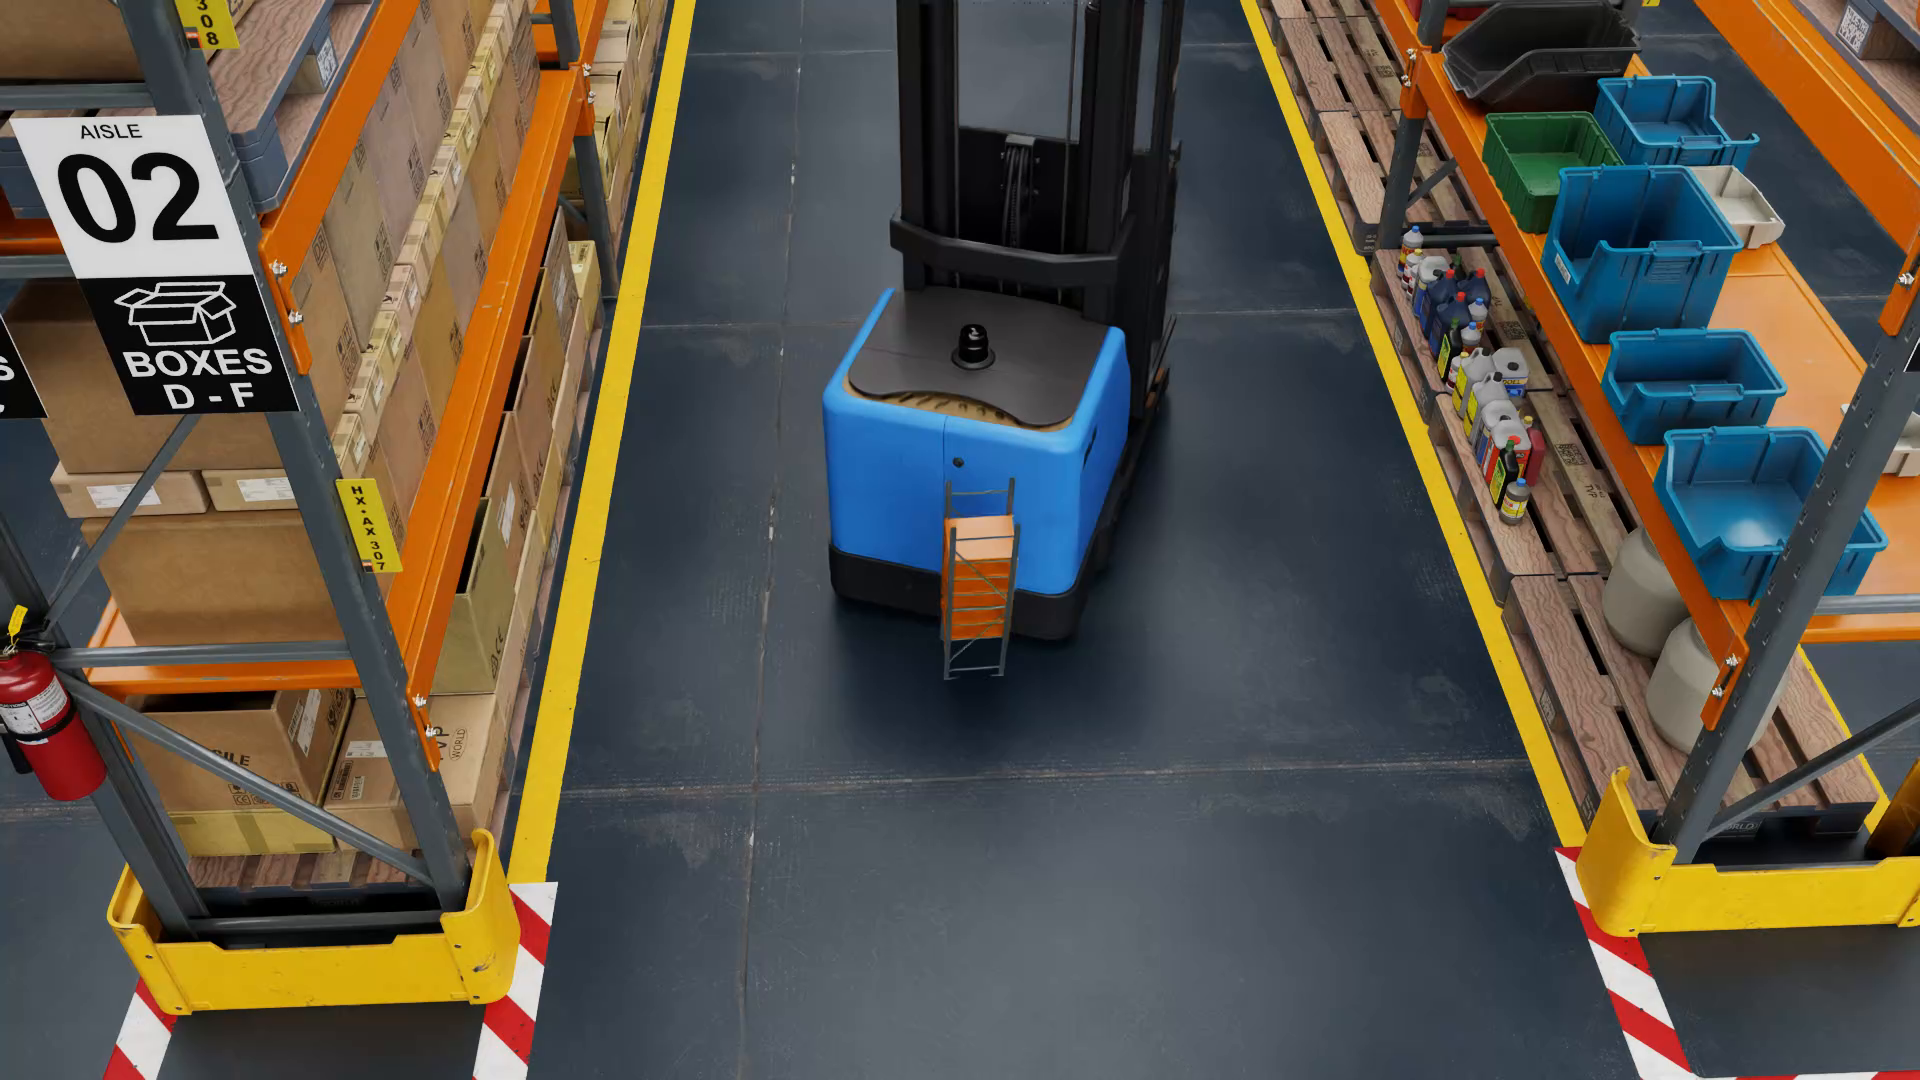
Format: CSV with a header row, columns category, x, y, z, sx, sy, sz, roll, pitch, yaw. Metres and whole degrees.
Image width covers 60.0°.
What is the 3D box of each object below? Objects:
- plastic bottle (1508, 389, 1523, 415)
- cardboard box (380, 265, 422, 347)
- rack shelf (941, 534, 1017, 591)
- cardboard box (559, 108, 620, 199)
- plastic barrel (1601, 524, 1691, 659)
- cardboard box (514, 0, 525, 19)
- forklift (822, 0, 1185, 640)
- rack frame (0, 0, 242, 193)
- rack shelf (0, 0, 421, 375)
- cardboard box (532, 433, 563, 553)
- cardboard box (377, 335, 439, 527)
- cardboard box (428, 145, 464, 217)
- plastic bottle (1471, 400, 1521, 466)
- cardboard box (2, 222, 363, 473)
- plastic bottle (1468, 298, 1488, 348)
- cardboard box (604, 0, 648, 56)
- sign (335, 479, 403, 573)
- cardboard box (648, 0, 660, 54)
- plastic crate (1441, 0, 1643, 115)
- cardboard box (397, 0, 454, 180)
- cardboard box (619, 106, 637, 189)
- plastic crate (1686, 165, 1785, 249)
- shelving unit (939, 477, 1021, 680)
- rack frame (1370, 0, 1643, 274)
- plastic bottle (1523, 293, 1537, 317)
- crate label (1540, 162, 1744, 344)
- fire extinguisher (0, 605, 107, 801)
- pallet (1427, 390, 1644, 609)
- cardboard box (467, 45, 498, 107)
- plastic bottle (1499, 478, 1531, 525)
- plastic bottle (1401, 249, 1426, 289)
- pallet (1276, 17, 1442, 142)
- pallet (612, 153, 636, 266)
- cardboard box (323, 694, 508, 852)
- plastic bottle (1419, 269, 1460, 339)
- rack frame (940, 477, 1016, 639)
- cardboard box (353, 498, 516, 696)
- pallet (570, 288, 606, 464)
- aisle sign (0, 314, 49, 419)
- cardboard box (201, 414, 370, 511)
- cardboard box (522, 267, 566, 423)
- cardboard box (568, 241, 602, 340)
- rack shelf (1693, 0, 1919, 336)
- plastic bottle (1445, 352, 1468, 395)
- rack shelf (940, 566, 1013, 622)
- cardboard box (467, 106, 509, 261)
category,x,y,z,sx,sy,sz,roll,pitch,yaw
plastic bottle,2.447,-0.581,7.410,0.097,0.201,0.097,0,43,0
cardboard box,-1.938,-0.739,5.282,0.380,0.149,0.250,-2,43,-2
rack shelf,0.068,0.074,6.004,0.258,0.103,0.180,-4,60,-4
cardboard box,-2.043,-2.009,8.531,0.500,0.311,0.500,-2,43,-2
plastic barrel,2.719,0.168,6.378,0.421,0.512,0.421,0,43,0
cardboard box,-2.041,-2.306,6.992,0.380,0.149,0.250,-2,43,-3
forklift,0.374,-1.689,6.924,1.130,2.935,3.031,12,44,12
rack frame,-2.105,-1.886,2.648,1.000,3.000,0.127,-2,43,-2
rack shelf,-2.190,-1.865,5.378,1.077,0.370,4.000,-2,43,-2
cardboard box,-1.967,-0.197,6.969,0.500,0.250,0.500,-2,43,-2
cardboard box,-2.139,-0.381,5.372,0.700,0.500,0.500,-1,43,-1
cardboard box,-1.971,-1.259,5.850,0.380,0.149,0.250,-1,43,-1
plastic bottle,2.339,-0.464,7.227,0.152,0.276,0.135,-3,43,-3
cardboard box,-2.114,-0.541,4.586,0.700,0.500,0.500,-1,43,-2
plastic bottle,2.421,-1.020,7.836,0.097,0.271,0.097,0,43,0
cardboard box,-2.110,-3.047,9.663,0.500,0.311,0.500,-1,43,-1
sign,-1.550,-0.035,4.369,0.100,0.325,0.005,-2,43,-2
cardboard box,-2.135,-3.181,10.224,0.500,0.250,0.500,-1,43,-1
plastic crate,2.570,-2.135,7.405,0.767,0.338,0.504,-2,43,-2
cardboard box,-2.185,-1.574,5.713,0.700,0.500,0.500,-2,43,-2
cardboard box,-2.065,-2.141,9.090,0.500,0.250,0.500,-1,43,-1
plastic crate,2.996,-1.328,6.674,0.530,0.136,0.437,-2,43,-2
shelving unit,0.062,0.172,6.173,0.258,1.200,0.189,-4,60,-4
rack frame,2.674,-2.515,7.773,1.000,3.000,0.127,-2,43,-2
plastic bottle,2.846,-1.270,8.050,0.144,0.351,0.185,-2,43,-2
crate label,2.496,-1.062,6.162,0.502,0.435,0.616,-2,43,-2
fire extinguisher,-2.564,0.447,4.600,0.296,0.674,0.183,-2,43,-2
pallet,2.716,-0.206,7.319,1.003,0.211,1.213,-2,43,-2
cardboard box,-2.008,-1.786,6.425,0.380,0.149,0.250,-2,43,-2
plastic bottle,2.328,-0.172,6.963,0.097,0.201,0.097,0,43,0
plastic bottle,2.254,-1.349,8.247,0.097,0.201,0.097,0,43,0
pallet,2.547,-2.841,10.193,1.003,0.211,1.213,-2,43,-2
pallet,-2.345,-1.843,9.105,1.003,0.211,1.213,-2,43,-2
cardboard box,-1.905,0.816,5.864,0.500,0.250,0.500,-2,43,-2
plastic bottle,2.294,-1.143,7.912,0.144,0.351,0.185,-1,43,-1
rack frame,0.054,0.093,6.218,0.240,1.200,0.006,-4,60,-4
cardboard box,-1.928,0.202,5.979,0.500,0.500,0.500,-2,43,-2
pallet,-2.283,-0.809,7.976,1.003,0.211,1.213,-2,43,-2
aisle sign,-2.395,-0.580,3.739,0.394,0.787,0.004,-2,43,-2
cardboard box,-1.906,-0.222,4.718,0.380,0.149,0.250,-2,43,-2
cardboard box,-2.002,-0.810,7.083,0.500,0.500,0.500,-2,43,-2
cardboard box,-2.037,-1.209,8.074,0.500,0.250,0.500,-2,43,-2
rack shelf,2.759,-2.005,5.530,1.077,0.370,4.000,-2,43,-2
plastic bottle,2.291,-0.769,7.615,0.097,0.201,0.097,0,43,0
rack shelf,0.061,0.194,6.212,0.258,0.103,0.180,-4,60,-4
cardboard box,-2.203,-1.418,6.503,0.700,0.500,0.500,-1,43,-1
